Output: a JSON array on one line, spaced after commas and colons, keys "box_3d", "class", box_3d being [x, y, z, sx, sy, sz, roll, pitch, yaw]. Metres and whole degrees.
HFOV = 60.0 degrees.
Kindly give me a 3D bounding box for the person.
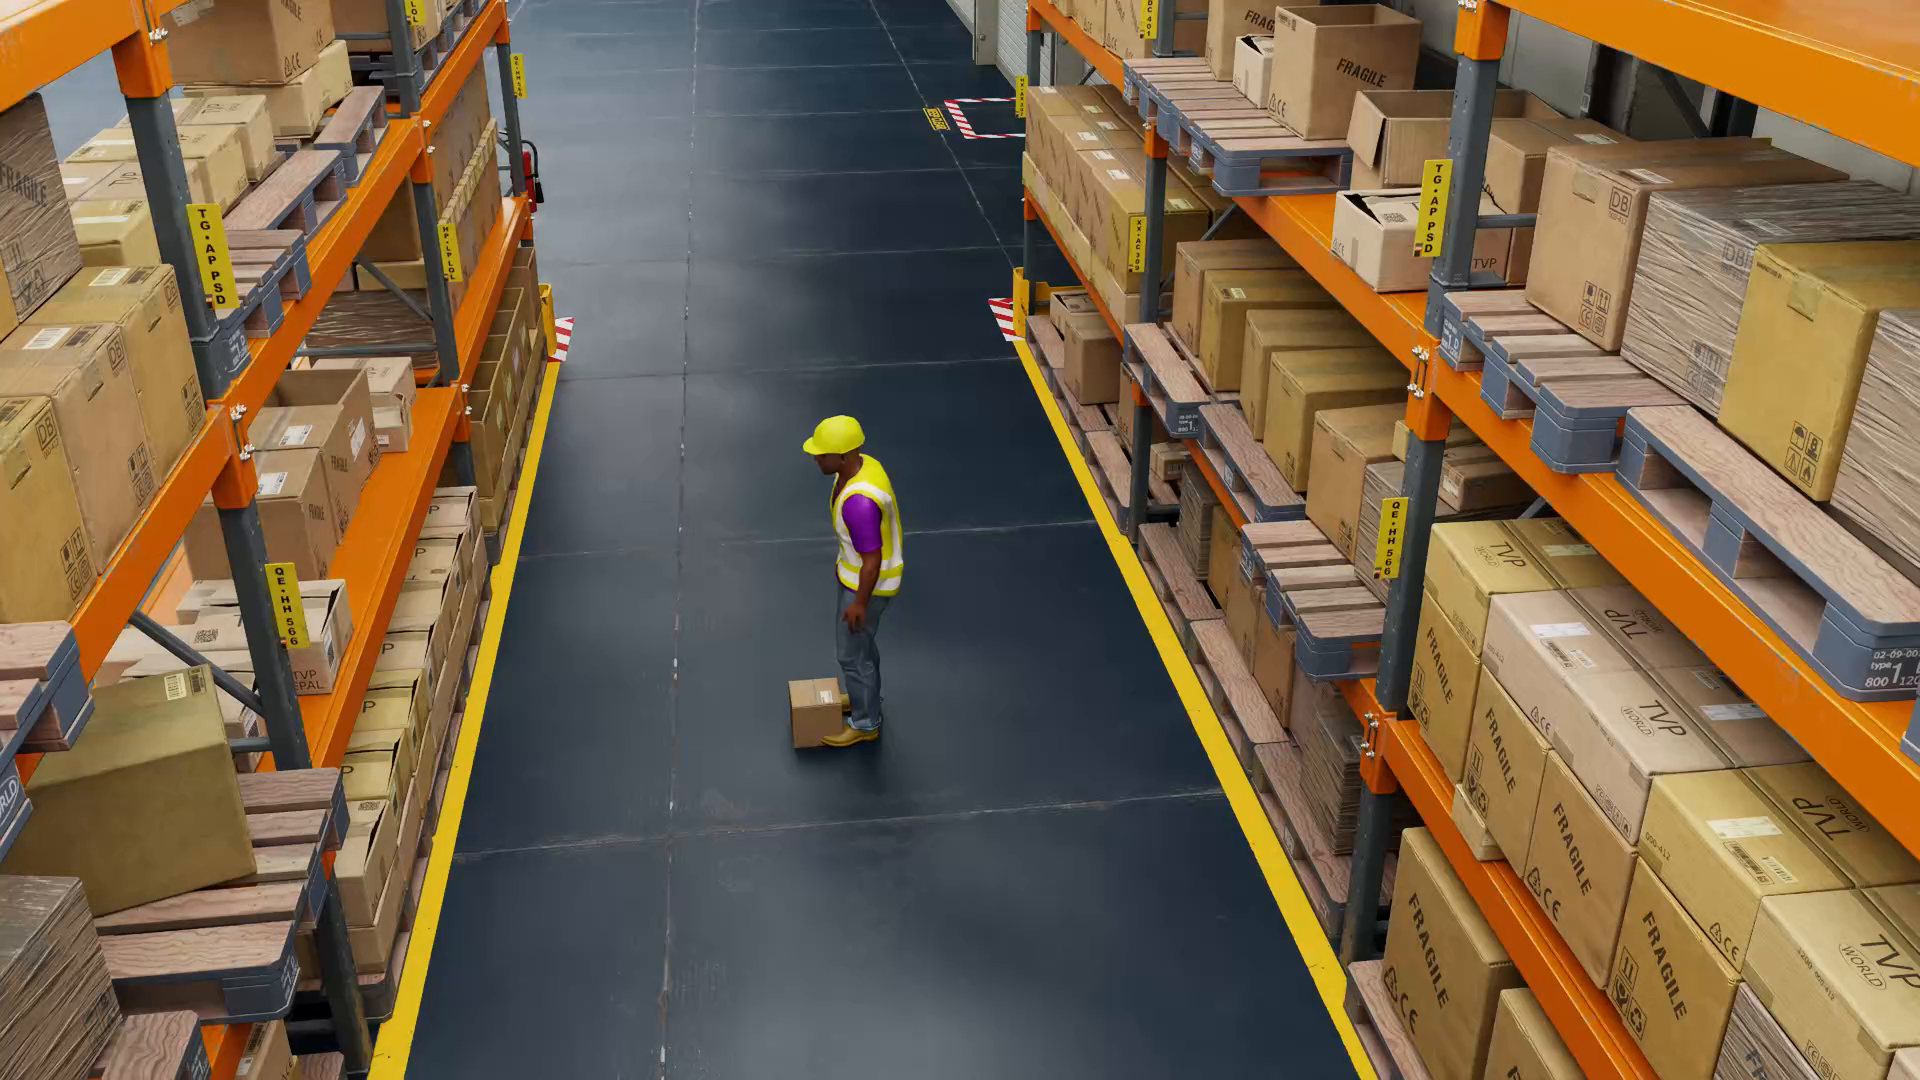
[{"box_3d": [-0.514, 0.190, 8.224, 0.460, 1.760, 0.627, -4, 27, -7], "class": "person"}]
